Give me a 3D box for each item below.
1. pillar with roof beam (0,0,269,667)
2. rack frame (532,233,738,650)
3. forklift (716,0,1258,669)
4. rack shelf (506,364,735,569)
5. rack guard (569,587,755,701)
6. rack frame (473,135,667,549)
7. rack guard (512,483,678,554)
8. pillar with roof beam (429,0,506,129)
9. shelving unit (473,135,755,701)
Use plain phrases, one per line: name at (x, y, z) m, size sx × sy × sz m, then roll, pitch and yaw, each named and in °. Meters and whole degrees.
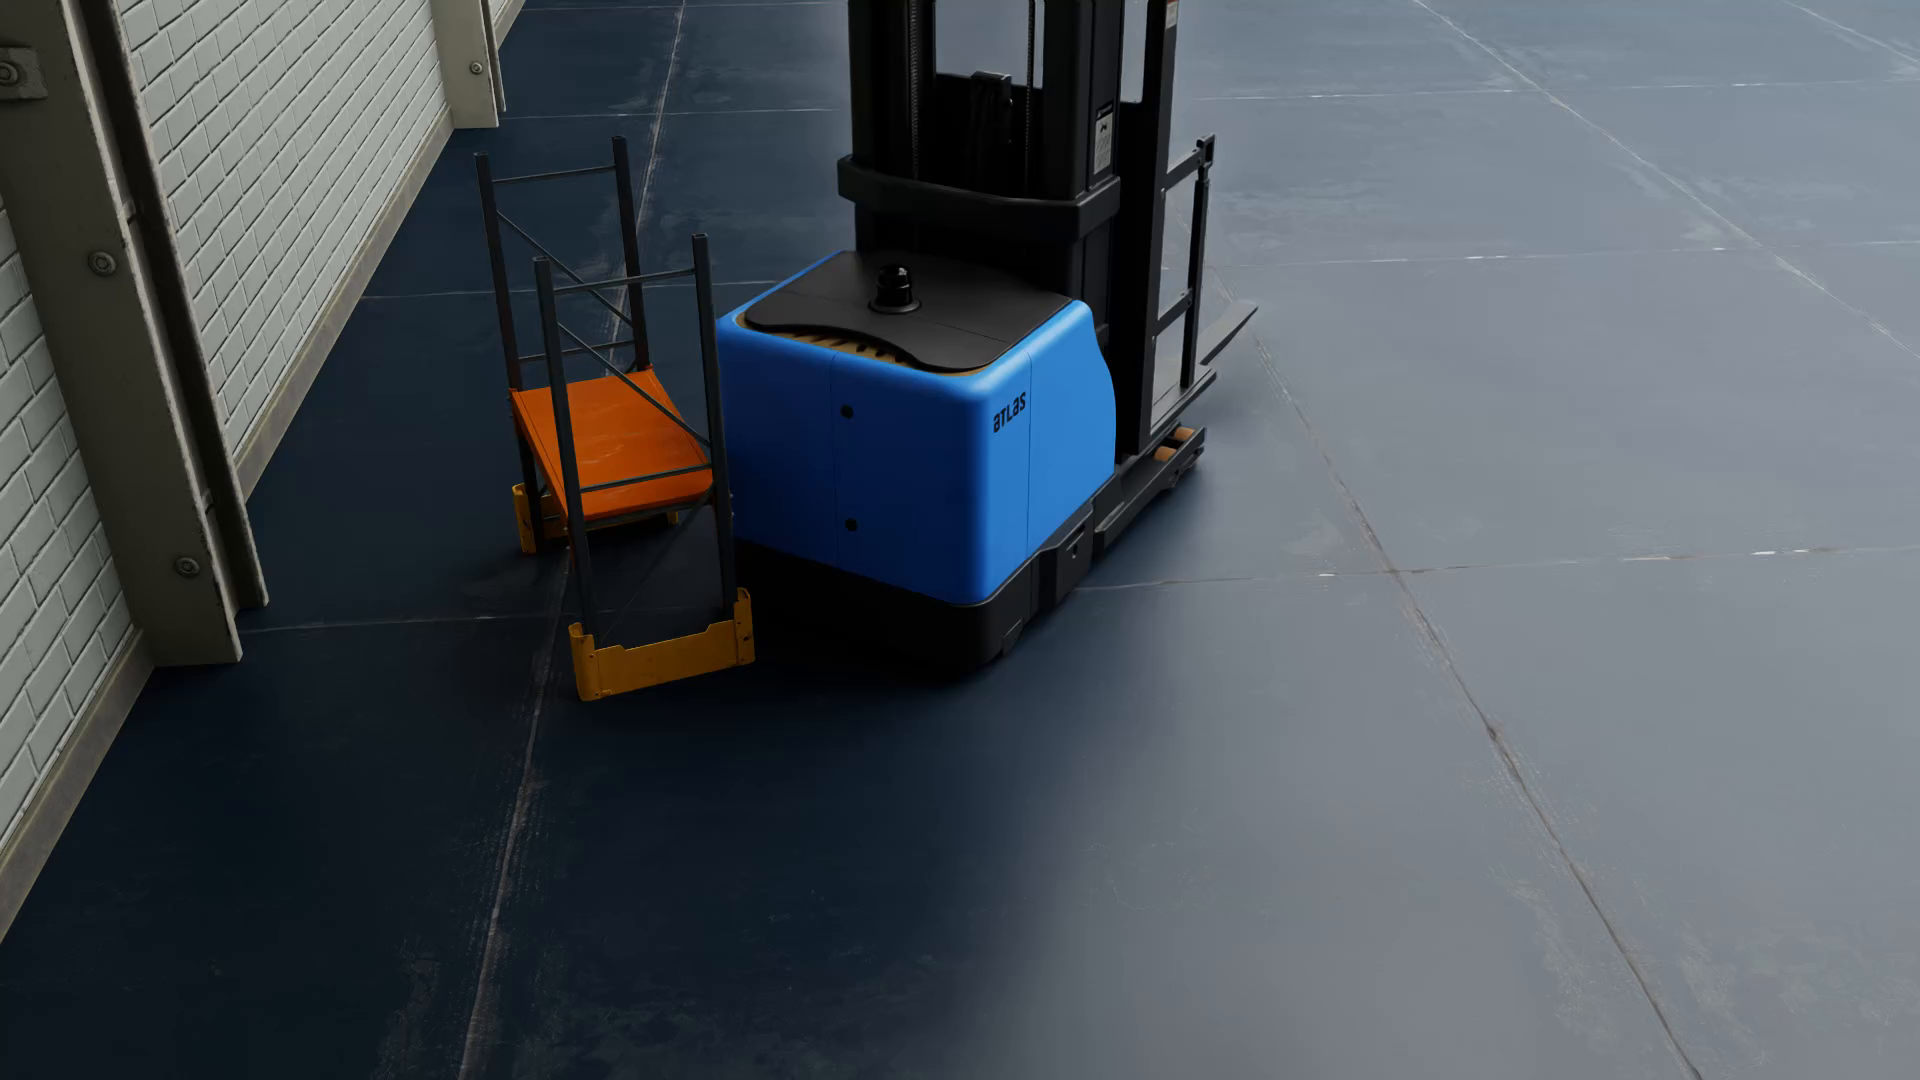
pillar with roof beam at (1.699, -3.754, 3.760) m, size 9.100 × 9.000 × 0.400 m, roll -3°, pitch 31°, yaw -5°
rack frame at (-0.960, -0.188, 5.102) m, size 0.500 × 1.500 × 0.032 m, roll -12°, pitch 33°, yaw -20°
forklift at (0.336, -1.566, 6.014) m, size 1.130 × 2.935 × 3.031 m, roll 16°, pitch 34°, yaw 25°
rack shelf at (-1.159, -0.274, 5.596) m, size 0.538 × 0.185 × 1.000 m, roll -12°, pitch 33°, yaw -20°
rack guard at (-0.967, 0.339, 5.438) m, size 0.587 × 0.250 × 0.087 m, roll -12°, pitch 33°, yaw -20°
rack frame at (-1.359, -0.668, 5.905) m, size 0.500 × 1.500 × 0.032 m, roll -12°, pitch 33°, yaw -20°
rack guard at (-1.358, -0.131, 6.225) m, size 0.587 × 0.250 × 0.087 m, roll -12°, pitch 33°, yaw -20°
pillar with roof beam at (1.139, -6.818, 8.889) m, size 9.100 × 9.000 × 0.400 m, roll -3°, pitch 31°, yaw -5°
shelving unit at (-1.163, -0.432, 5.511) m, size 0.587 × 1.500 × 1.083 m, roll -12°, pitch 33°, yaw -20°
